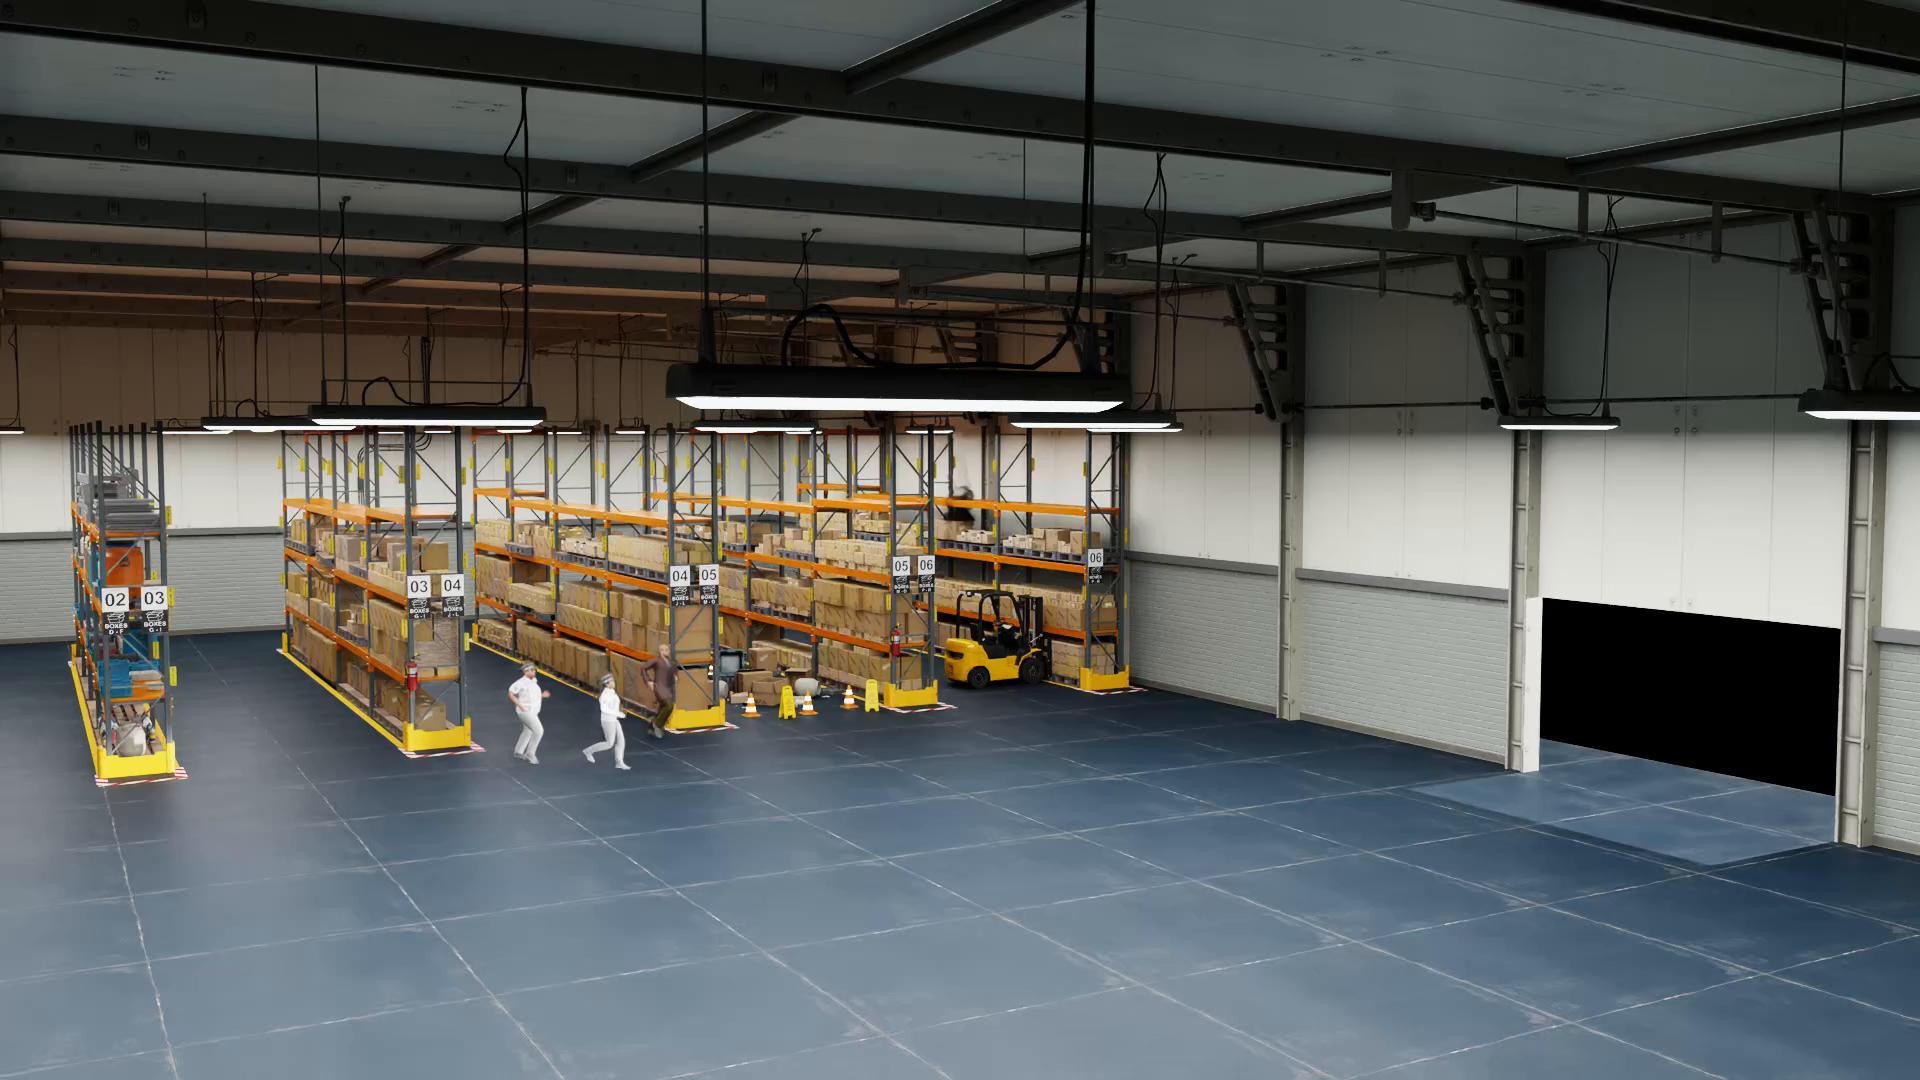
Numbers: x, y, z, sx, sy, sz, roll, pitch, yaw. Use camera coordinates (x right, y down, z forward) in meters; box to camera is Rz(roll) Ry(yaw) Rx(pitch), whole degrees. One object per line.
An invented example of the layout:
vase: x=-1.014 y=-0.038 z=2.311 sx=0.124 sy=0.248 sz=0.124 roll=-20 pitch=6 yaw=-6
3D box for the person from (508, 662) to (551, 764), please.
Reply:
person: x=-7.568 y=3.053 z=29.264 sx=0.718 sy=1.827 sz=0.650 roll=0 pitch=4 yaw=7

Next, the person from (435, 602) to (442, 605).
person: x=-14.534 y=2.019 z=46.171 sx=0.732 sy=1.728 sz=0.607 roll=-1 pitch=4 yaw=-19

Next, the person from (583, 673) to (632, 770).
person: x=-6.068 y=3.129 z=28.608 sx=0.822 sy=1.693 sz=0.617 roll=0 pitch=4 yaw=0

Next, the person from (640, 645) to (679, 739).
person: x=-5.670 y=2.893 z=31.819 sx=0.638 sy=1.769 sz=0.727 roll=1 pitch=4 yaw=23
